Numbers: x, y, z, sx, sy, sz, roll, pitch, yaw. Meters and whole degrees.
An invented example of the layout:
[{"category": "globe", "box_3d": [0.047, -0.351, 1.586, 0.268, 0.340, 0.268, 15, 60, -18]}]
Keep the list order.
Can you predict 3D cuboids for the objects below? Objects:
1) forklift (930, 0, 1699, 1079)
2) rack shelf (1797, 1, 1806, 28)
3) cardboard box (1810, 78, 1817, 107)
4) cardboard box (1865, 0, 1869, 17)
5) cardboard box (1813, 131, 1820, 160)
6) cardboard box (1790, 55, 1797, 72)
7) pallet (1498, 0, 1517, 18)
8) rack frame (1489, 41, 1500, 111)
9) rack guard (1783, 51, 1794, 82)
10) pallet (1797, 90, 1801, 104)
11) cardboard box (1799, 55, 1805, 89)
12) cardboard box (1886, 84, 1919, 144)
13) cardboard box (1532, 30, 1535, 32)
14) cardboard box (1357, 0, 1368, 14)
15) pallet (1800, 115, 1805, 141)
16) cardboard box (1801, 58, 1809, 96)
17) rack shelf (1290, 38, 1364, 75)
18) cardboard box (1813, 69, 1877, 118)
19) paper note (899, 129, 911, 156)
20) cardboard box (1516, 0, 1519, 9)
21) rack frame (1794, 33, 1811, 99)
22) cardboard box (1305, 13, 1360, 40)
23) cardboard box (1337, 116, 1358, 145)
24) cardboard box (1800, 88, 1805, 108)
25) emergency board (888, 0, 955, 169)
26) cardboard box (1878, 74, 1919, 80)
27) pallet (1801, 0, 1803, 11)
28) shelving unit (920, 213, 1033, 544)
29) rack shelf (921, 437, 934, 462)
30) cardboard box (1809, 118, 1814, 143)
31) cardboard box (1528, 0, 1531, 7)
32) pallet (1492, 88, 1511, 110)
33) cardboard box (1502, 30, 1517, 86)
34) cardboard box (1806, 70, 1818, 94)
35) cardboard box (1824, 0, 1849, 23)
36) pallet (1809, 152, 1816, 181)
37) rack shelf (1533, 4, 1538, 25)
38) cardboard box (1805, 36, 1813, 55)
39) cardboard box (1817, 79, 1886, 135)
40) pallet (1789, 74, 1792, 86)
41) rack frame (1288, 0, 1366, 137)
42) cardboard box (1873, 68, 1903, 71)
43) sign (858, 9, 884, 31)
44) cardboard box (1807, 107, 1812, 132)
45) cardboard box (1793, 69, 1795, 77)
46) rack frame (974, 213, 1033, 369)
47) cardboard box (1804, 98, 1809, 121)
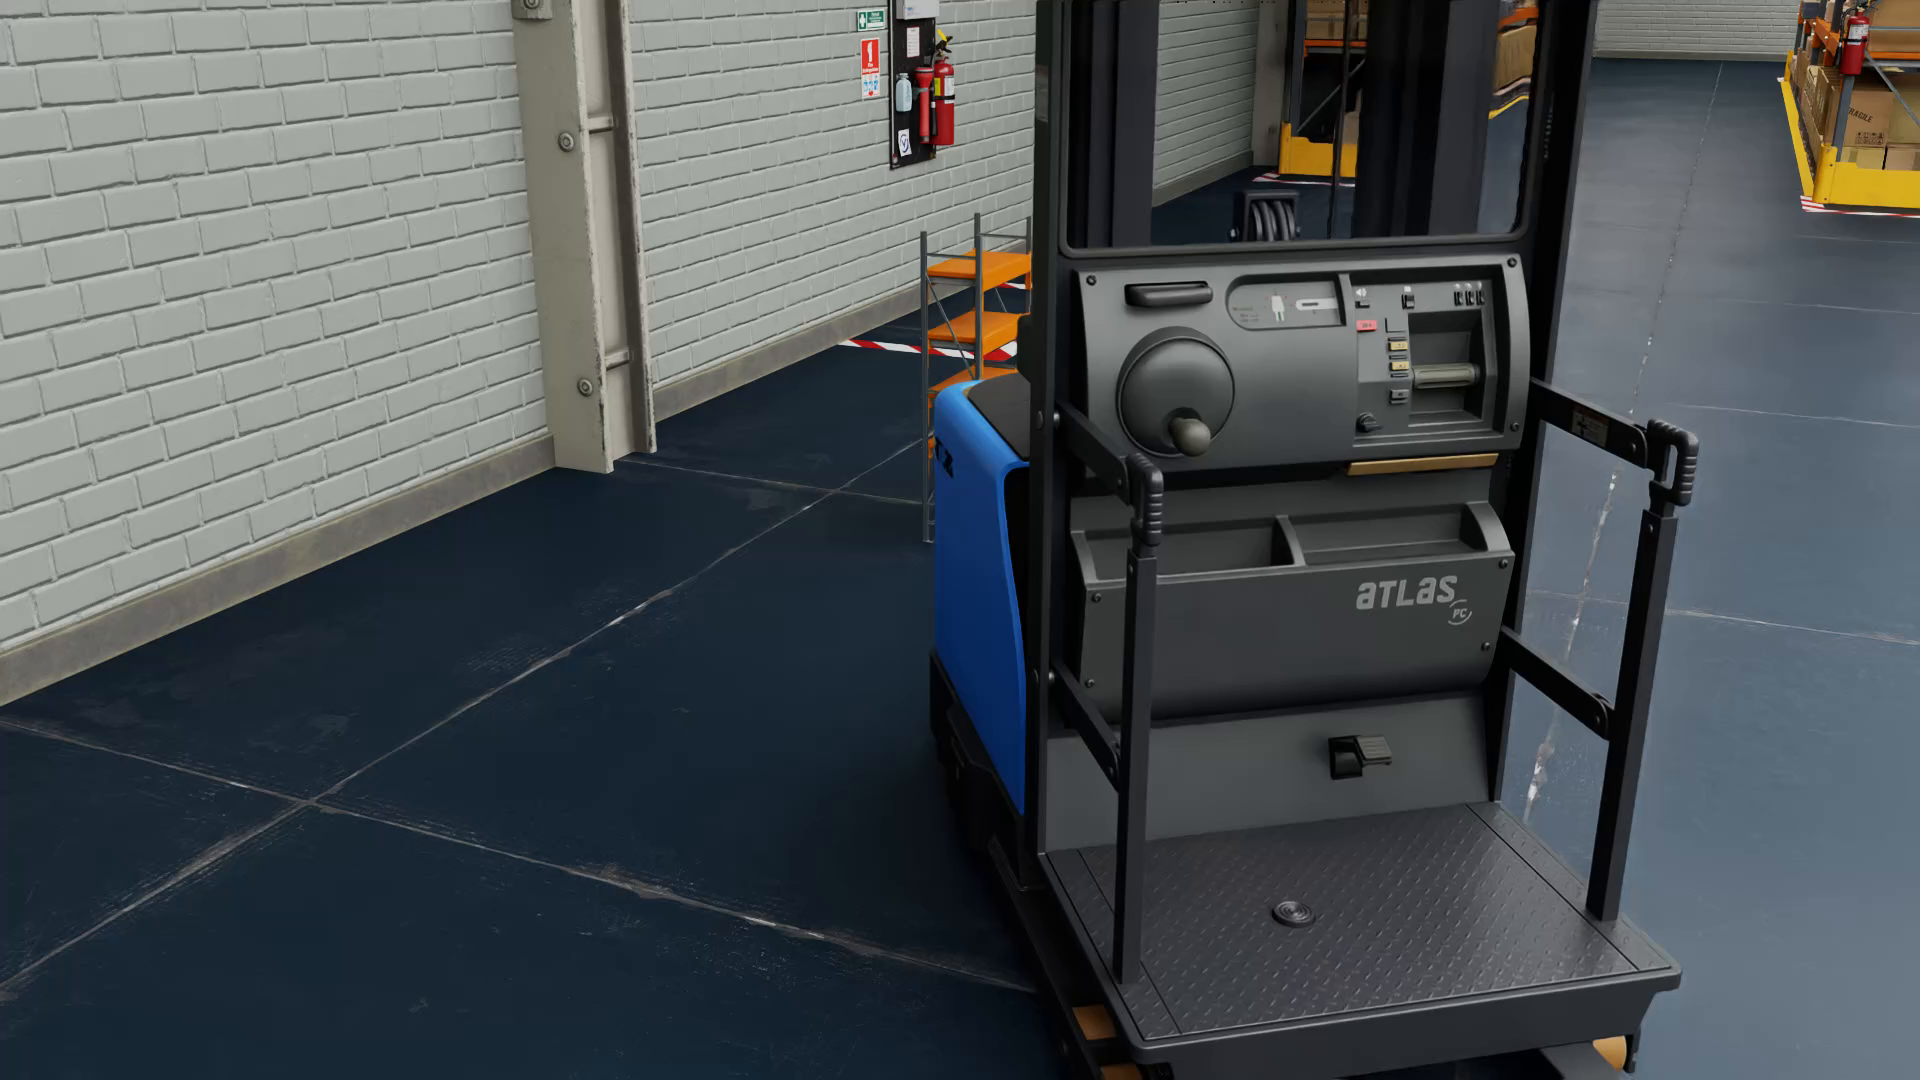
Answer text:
[{"category": "forklift", "box_3d": [0.734, -0.350, 3.078, 1.130, 2.935, 3.031, -4, 20, -12]}, {"category": "rack shelf", "box_3d": [14.063, -8.384, 26.639, 1.077, 0.370, 4.000, 9, 21, 23]}, {"category": "cardboard box", "box_3d": [10.079, -5.155, 19.128, 0.500, 0.311, 0.500, 9, 22, 24]}, {"category": "cardboard box", "box_3d": [8.952, -4.943, 15.742, 0.700, 0.500, 0.500, 9, 21, 23]}, {"category": "cardboard box", "box_3d": [8.677, -3.857, 16.315, 0.500, 0.250, 0.500, 9, 21, 23]}, {"category": "cardboard box", "box_3d": [14.195, -7.966, 27.837, 0.500, 0.250, 0.500, 9, 21, 23]}, {"category": "pallet", "box_3d": [6.890, -7.244, 22.648, 1.213, 0.211, 1.003, 9, 21, 23]}, {"category": "rack frame", "box_3d": [7.085, -7.567, 23.269, 1.000, 3.000, 0.127, 9, 21, 23]}, {"category": "rack guard", "box_3d": [14.850, -8.133, 28.592, 1.175, 0.500, 0.348, 9, 21, 23]}, {"category": "pallet", "box_3d": [12.945, -6.543, 24.553, 1.003, 0.211, 1.213, 9, 21, 23]}, {"category": "cardboard box", "box_3d": [12.615, -6.862, 24.360, 0.500, 0.500, 0.500, 9, 21, 23]}, {"category": "cardboard box", "box_3d": [8.955, -3.985, 15.555, 0.500, 0.500, 0.500, 9, 21, 23]}, {"category": "cardboard box", "box_3d": [9.643, -8.569, 28.224, 0.380, 0.149, 0.250, 8, 21, 21]}, {"category": "cardboard box", "box_3d": [4.278, -5.518, 16.583, 0.500, 0.500, 0.500, 9, 21, 23]}, {"category": "pallet", "box_3d": [10.732, -4.957, 20.091, 1.003, 0.211, 1.213, 9, 21, 23]}, {"category": "cardboard box", "box_3d": [11.987, -6.394, 23.046, 0.500, 0.500, 0.500, 8, 21, 21]}, {"category": "rack shelf", "box_3d": [4.628, -5.394, 18.233, 1.077, 0.370, 4.000, 9, 21, 23]}, {"category": "cardboard box", "box_3d": [9.294, -4.669, 17.477, 0.500, 0.500, 0.500, 9, 21, 23]}, {"category": "paper note", "box_3d": [-0.333, -2.410, 10.083, 0.016, 0.148, 0.142, 9, 21, 23]}, {"category": "cardboard box", "box_3d": [8.282, -8.156, 25.272, 0.380, 0.149, 0.250, 8, 21, 21]}, {"category": "rack frame", "box_3d": [13.244, -8.111, 24.800, 1.000, 3.000, 0.127, 9, 21, 23]}, {"category": "cardboard box", "box_3d": [3.823, -5.230, 16.891, 0.500, 0.250, 0.500, 9, 21, 23]}, {"category": "cardboard box", "box_3d": [4.174, -4.261, 17.330, 0.500, 0.311, 0.500, 6, 20, 17]}, {"category": "cardboard box", "box_3d": [11.123, -5.671, 21.415, 0.500, 0.250, 0.500, 8, 21, 23]}, {"category": "emergency board", "box_3d": [-0.197, -2.870, 10.061, 0.194, 1.169, 0.643, 9, 21, 23]}, {"category": "cardboard box", "box_3d": [9.560, -4.445, 16.848, 0.500, 0.500, 0.500, 9, 21, 23]}, {"category": "pallet", "box_3d": [12.817, -7.791, 24.187, 1.003, 0.211, 1.213, 9, 21, 23]}, {"category": "shelving unit", "box_3d": [0.068, -0.616, 6.410, 0.258, 1.200, 0.503, 9, 21, 23]}, {"category": "rack shelf", "box_3d": [0.068, -0.365, 6.499, 0.258, 0.148, 0.480, 9, 21, 23]}, {"category": "cardboard box", "box_3d": [9.292, -4.316, 17.604, 0.500, 0.250, 0.500, 9, 21, 23]}, {"category": "cardboard box", "box_3d": [8.761, -8.458, 26.121, 0.380, 0.149, 0.250, 9, 21, 24]}, {"category": "pallet", "box_3d": [7.476, -6.484, 24.385, 1.003, 0.211, 1.213, 9, 21, 23]}, {"category": "cardboard box", "box_3d": [7.870, -7.226, 24.891, 0.750, 0.750, 0.750, 8, 21, 22]}, {"category": "cardboard box", "box_3d": [10.705, -5.618, 20.429, 0.500, 0.311, 0.500, 8, 21, 21]}, {"category": "cardboard box", "box_3d": [11.063, -6.600, 20.682, 0.500, 0.311, 0.500, 8, 21, 22]}, {"category": "pallet", "box_3d": [9.105, -3.740, 16.671, 1.003, 0.211, 1.213, 9, 21, 23]}, {"category": "rack shelf", "box_3d": [9.542, -9.062, 28.547, 1.077, 0.370, 4.000, 9, 21, 23]}, {"category": "cardboard box", "box_3d": [12.414, -7.074, 23.838, 0.500, 0.250, 0.500, 9, 21, 23]}, {"category": "cardboard box", "box_3d": [8.674, -4.211, 16.191, 0.500, 0.500, 0.500, 9, 21, 23]}, {"category": "pallet", "box_3d": [14.525, -7.753, 27.954, 1.003, 0.211, 1.213, 9, 21, 23]}, {"category": "rack frame", "box_3d": [3.809, -5.121, 16.393, 1.000, 3.000, 0.127, 9, 21, 23]}, {"category": "cardboard box", "box_3d": [11.409, -5.701, 20.663, 0.500, 0.311, 0.500, 8, 21, 22]}, {"category": "sign", "box_3d": [-0.508, -2.982, 9.532, 0.001, 0.109, 0.331, 9, 21, 23]}, {"category": "cardboard box", "box_3d": [9.873, -4.734, 18.782, 0.500, 0.250, 0.500, 8, 21, 22]}, {"category": "cardboard box", "box_3d": [13.317, -7.311, 26.148, 0.380, 0.149, 0.250, 9, 21, 23]}, {"category": "rack frame", "box_3d": [0.168, -0.691, 6.620, 0.240, 1.200, 0.015, 9, 21, 23]}, {"category": "cardboard box", "box_3d": [10.500, -5.201, 20.093, 0.500, 0.250, 0.500, 9, 21, 24]}]
